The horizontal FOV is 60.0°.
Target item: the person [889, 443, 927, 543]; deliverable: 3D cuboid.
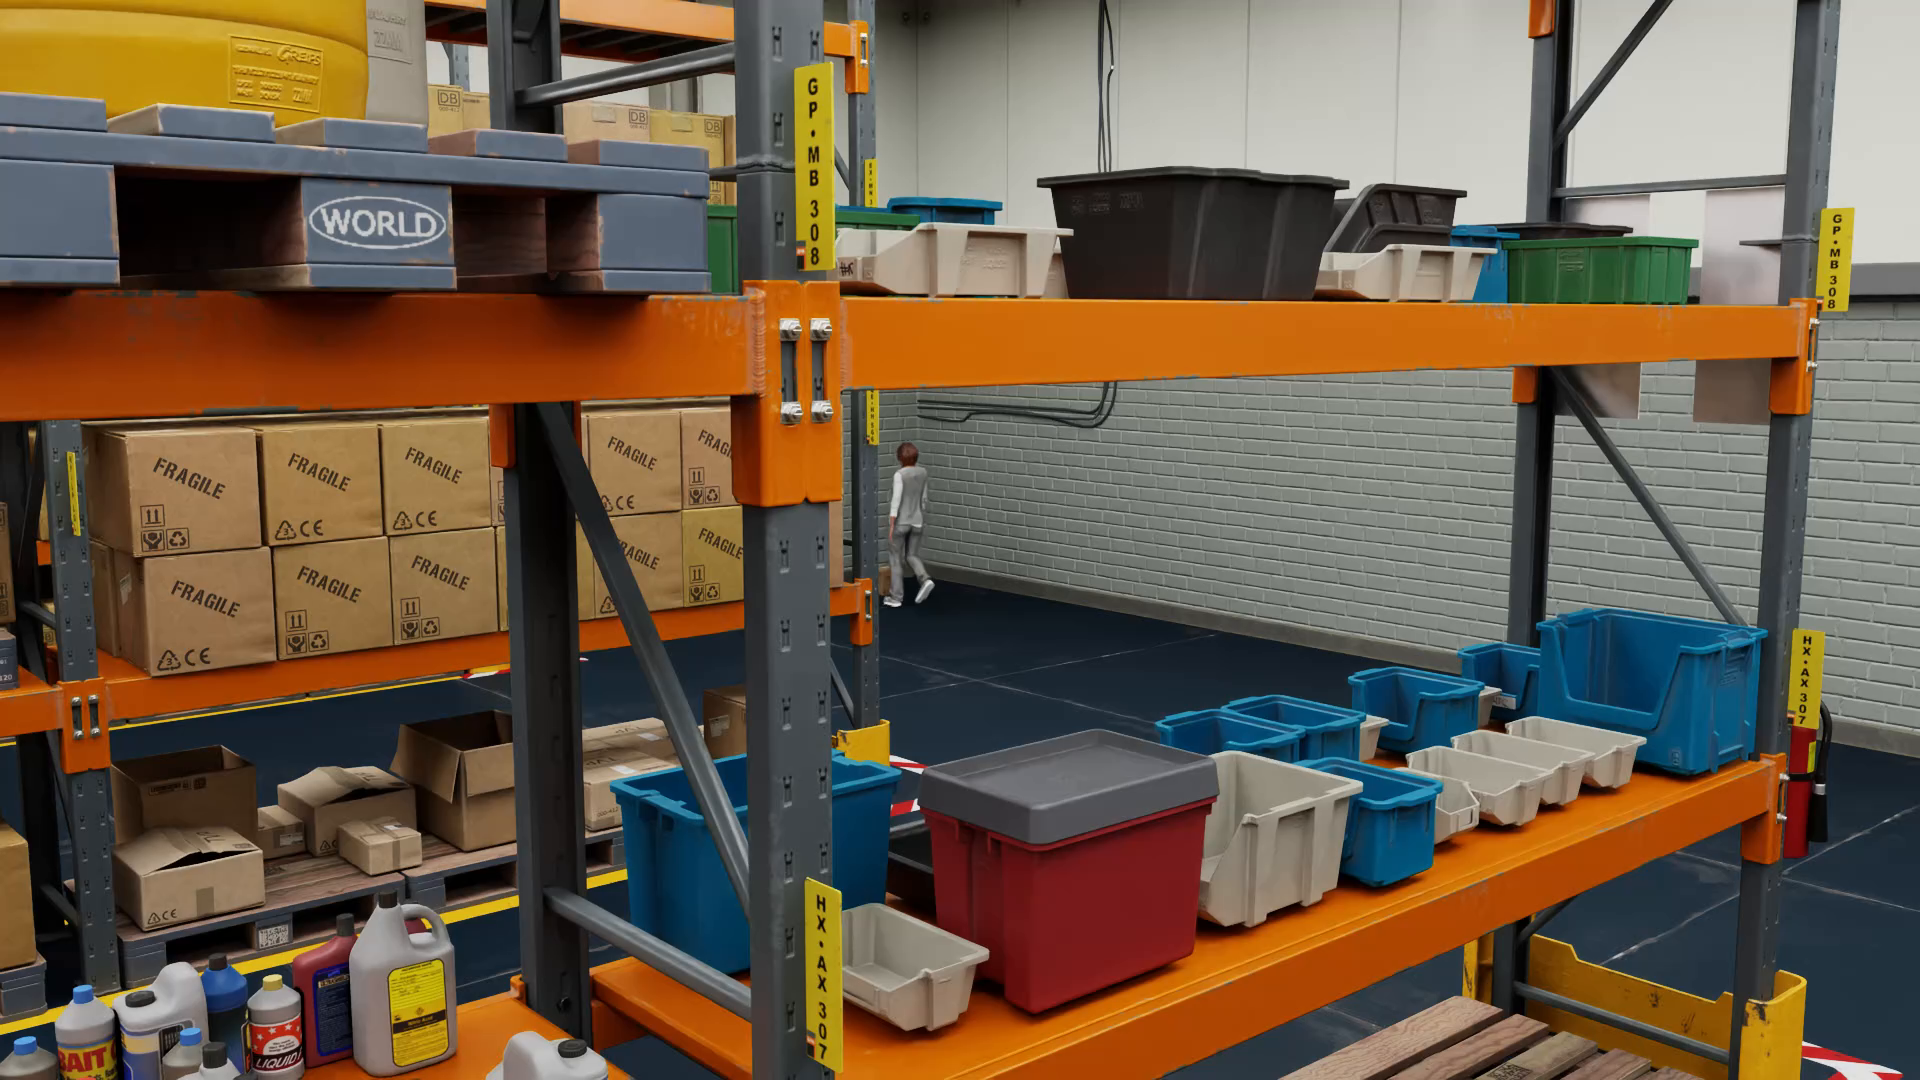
[{"bbox_3d":[-0.515,-0.456,15.797,0.449,0.928,0.270,-5,9,-32],"label":"person"}]
